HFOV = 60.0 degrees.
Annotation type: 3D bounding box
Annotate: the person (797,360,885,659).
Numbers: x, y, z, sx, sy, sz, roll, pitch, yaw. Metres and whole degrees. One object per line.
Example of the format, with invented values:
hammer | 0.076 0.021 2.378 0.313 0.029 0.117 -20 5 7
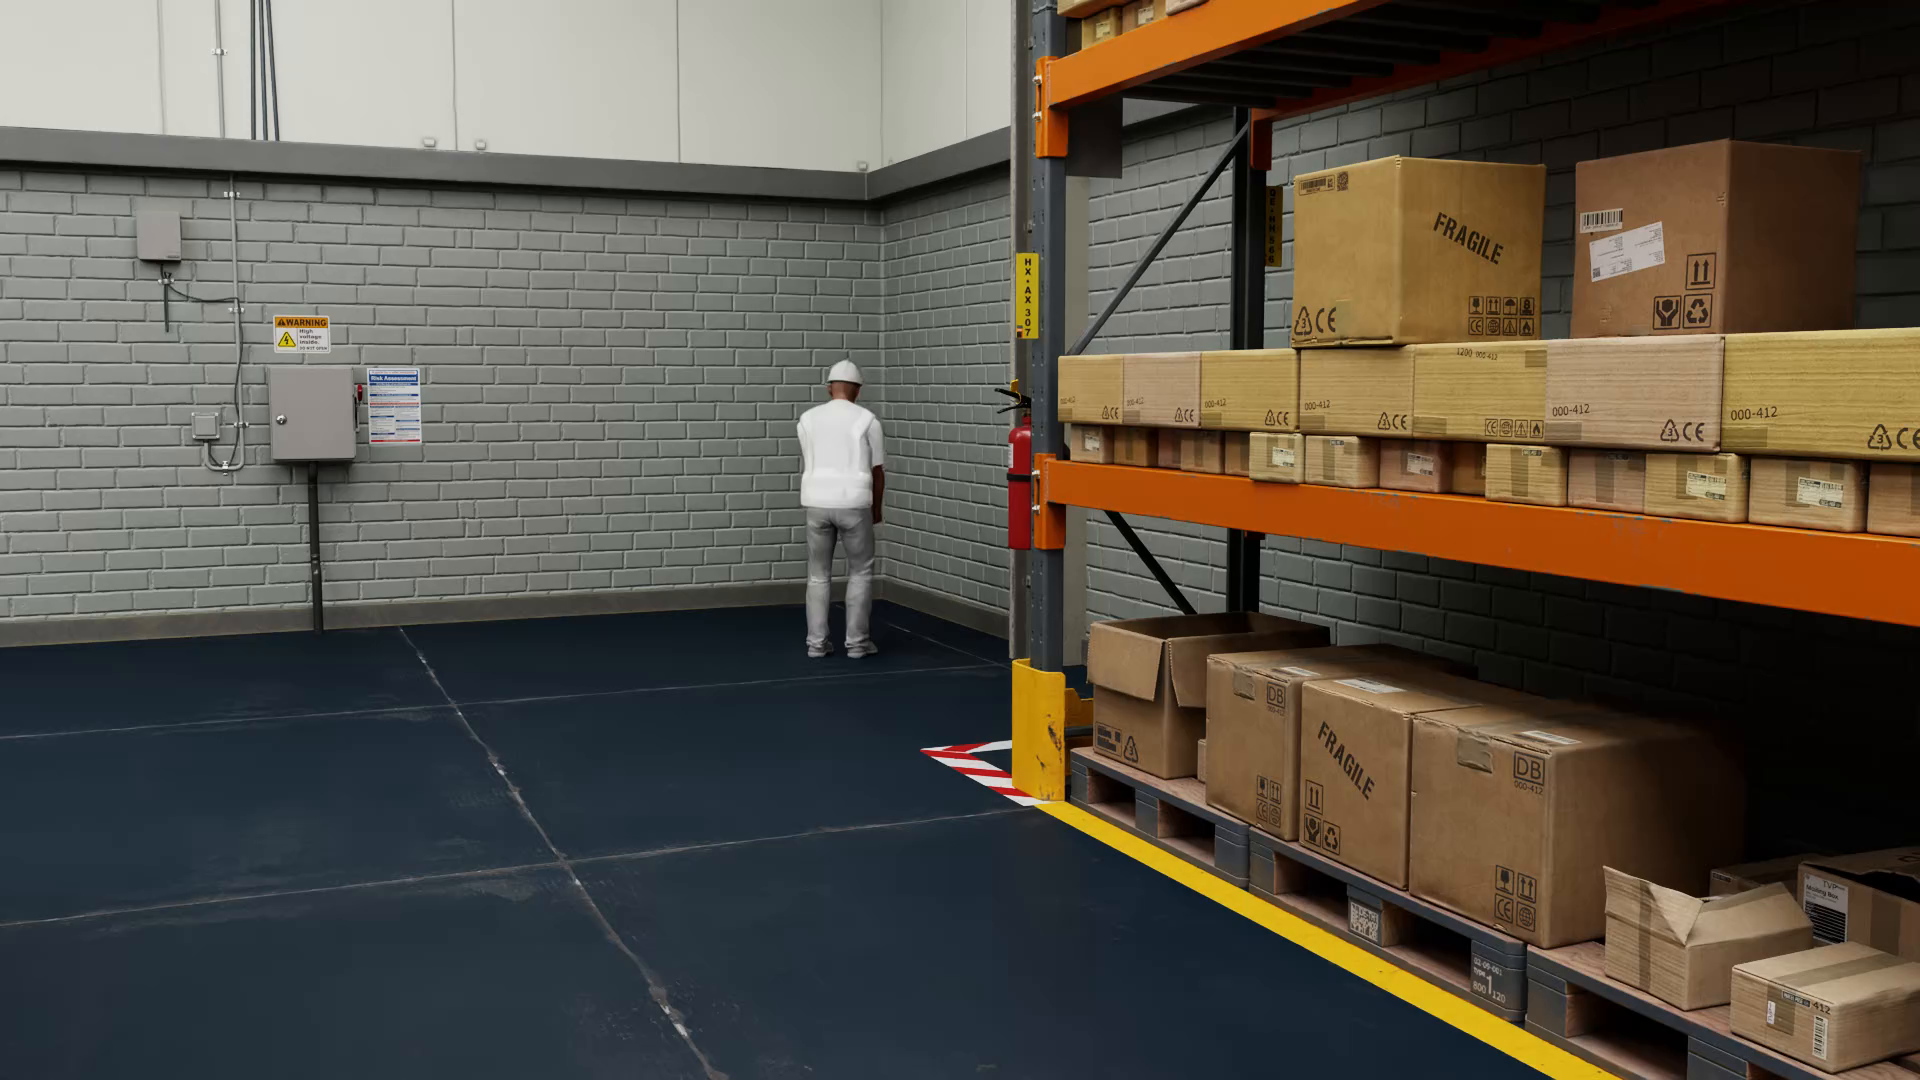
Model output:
person | -0.691 -0.189 9.808 0.500 1.736 0.597 1 6 14
